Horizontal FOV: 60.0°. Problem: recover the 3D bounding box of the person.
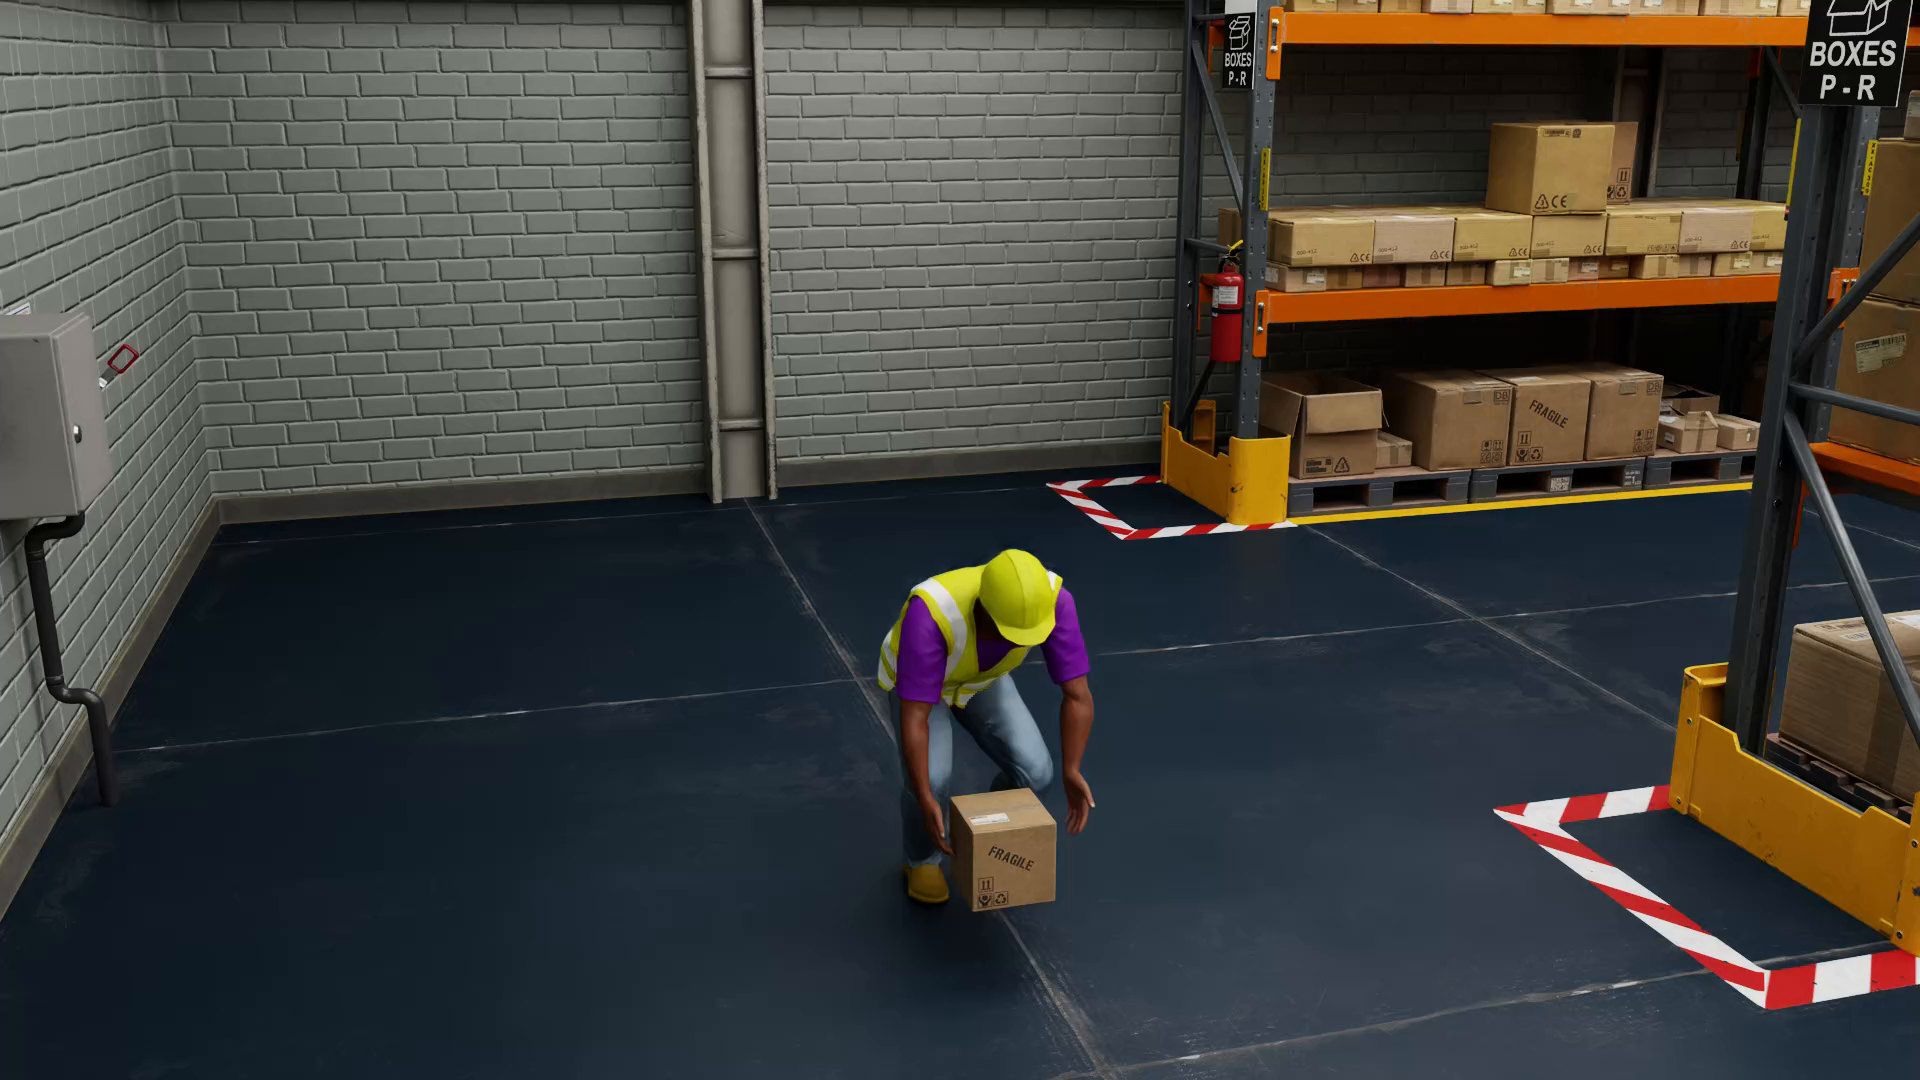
[{"bbox_3d":[0.067,0.530,5.151,0.620,1.207,0.839,-4,16,-15],"label":"person"}]
